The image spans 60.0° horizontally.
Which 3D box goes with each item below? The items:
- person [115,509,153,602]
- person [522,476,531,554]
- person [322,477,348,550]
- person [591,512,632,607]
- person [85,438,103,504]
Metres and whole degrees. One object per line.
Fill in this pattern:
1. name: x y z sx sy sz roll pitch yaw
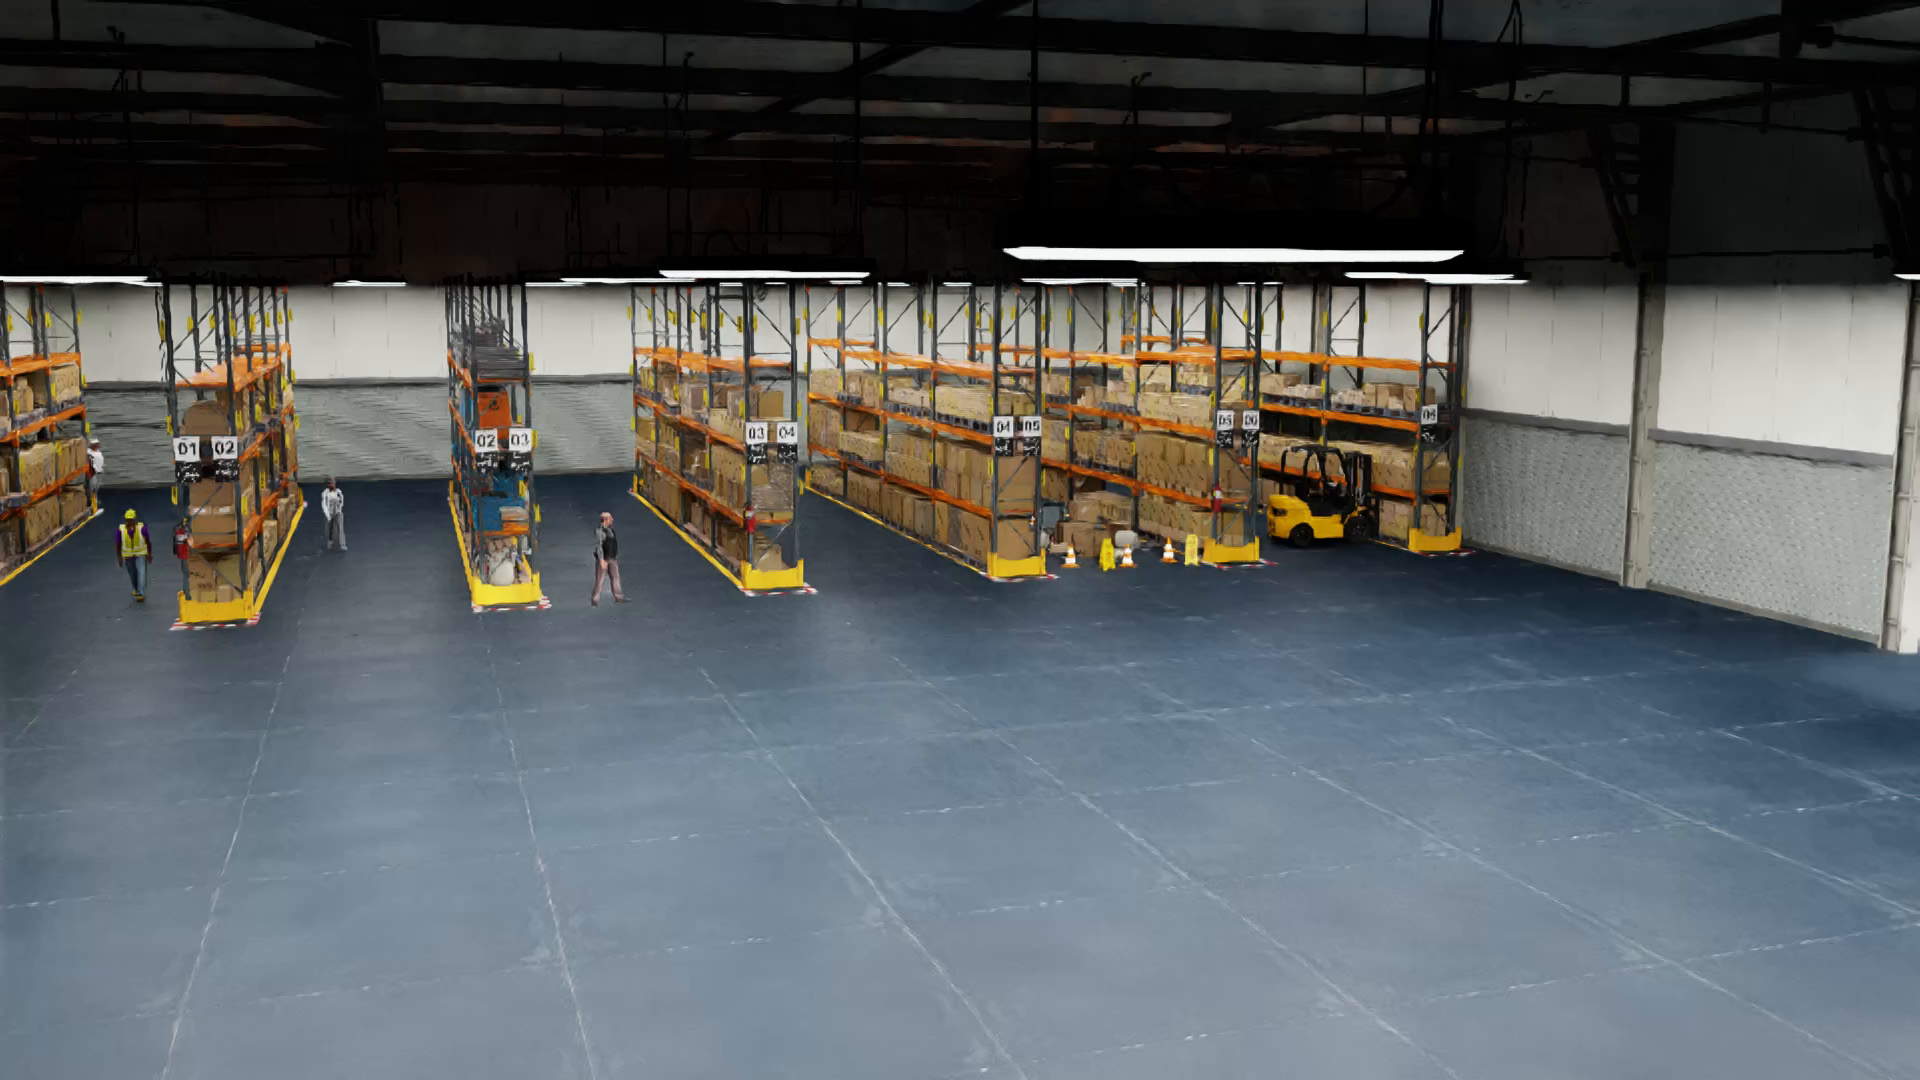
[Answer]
1. person: -15.250 0.264 30.670 0.577 1.691 1.121 -2 9 -16
2. person: -9.424 -0.558 36.110 0.390 1.674 0.561 -6 10 -33
3. person: -13.772 -0.598 36.547 0.483 1.621 0.993 -4 10 -26
4. person: -6.377 0.333 30.127 0.562 1.712 0.737 3 9 18
5. person: -23.137 -1.836 44.299 0.461 1.761 0.720 2 9 12
